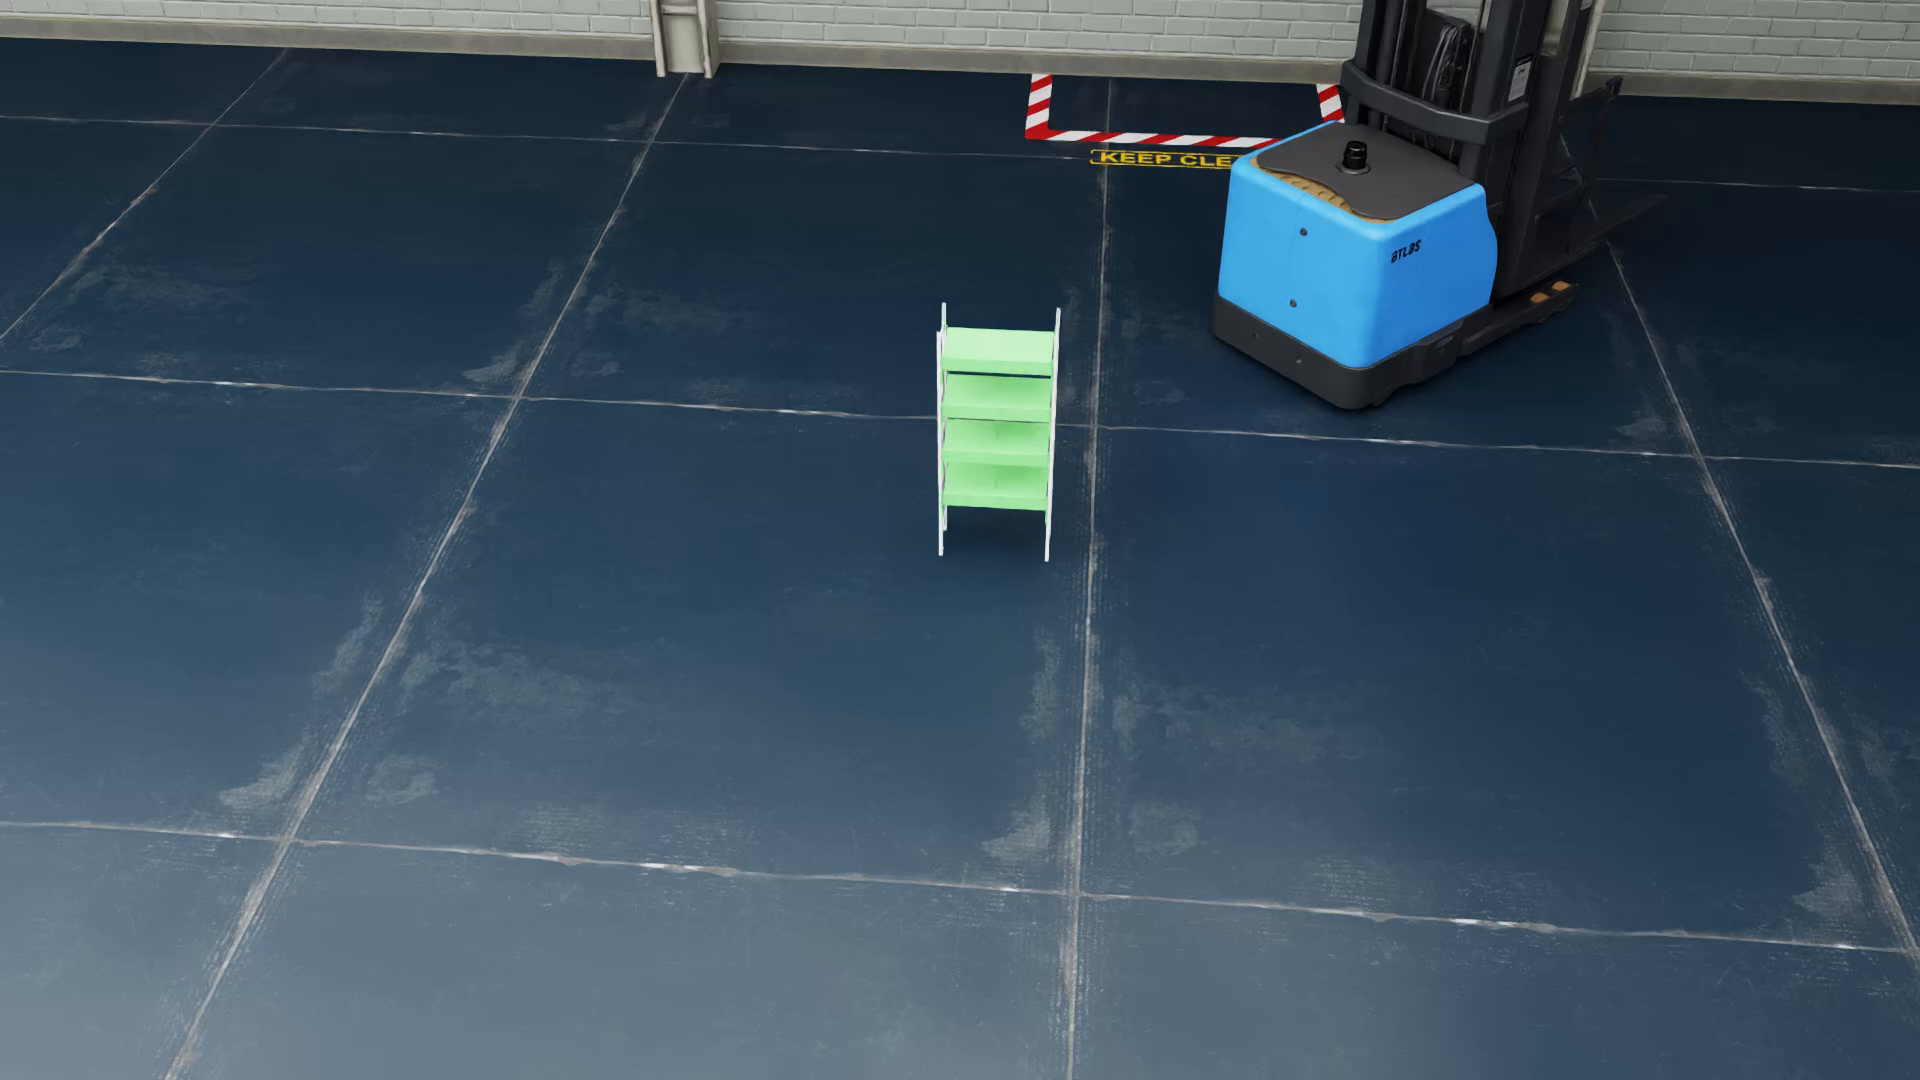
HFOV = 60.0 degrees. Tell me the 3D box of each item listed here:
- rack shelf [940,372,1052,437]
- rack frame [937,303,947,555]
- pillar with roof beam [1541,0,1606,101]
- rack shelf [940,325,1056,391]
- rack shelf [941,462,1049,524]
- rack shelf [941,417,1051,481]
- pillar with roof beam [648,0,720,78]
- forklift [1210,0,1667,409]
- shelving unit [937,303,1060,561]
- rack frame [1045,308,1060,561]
[{"bbox_3d":[0.165,-0.593,7.249,0.480,0.148,0.258,3,39,4],"label":"rack shelf"},{"bbox_3d":[-0.078,-0.470,7.376,0.015,1.200,0.240,3,39,4],"label":"rack frame"},{"bbox_3d":[3.671,-3.830,5.326,0.400,9.000,9.100,3,39,4],"label":"pillar with roof beam"},{"bbox_3d":[0.165,-0.779,7.097,0.480,0.148,0.258,3,39,4],"label":"rack shelf"},{"bbox_3d":[0.165,-0.221,7.552,0.480,0.148,0.258,3,39,4],"label":"rack shelf"},{"bbox_3d":[0.165,-0.407,7.400,0.480,0.148,0.258,3,39,4],"label":"rack shelf"},{"bbox_3d":[-2.307,-4.156,5.728,0.400,9.000,9.100,3,39,4],"label":"pillar with roof beam"},{"bbox_3d":[2.827,-2.575,8.592,3.031,2.935,1.130,-27,46,-29],"label":"forklift"},{"bbox_3d":[0.165,-0.456,7.360,0.503,1.200,0.258,3,39,4],"label":"shelving unit"},{"bbox_3d":[0.408,-0.443,7.344,0.015,1.200,0.240,3,39,4],"label":"rack frame"}]
